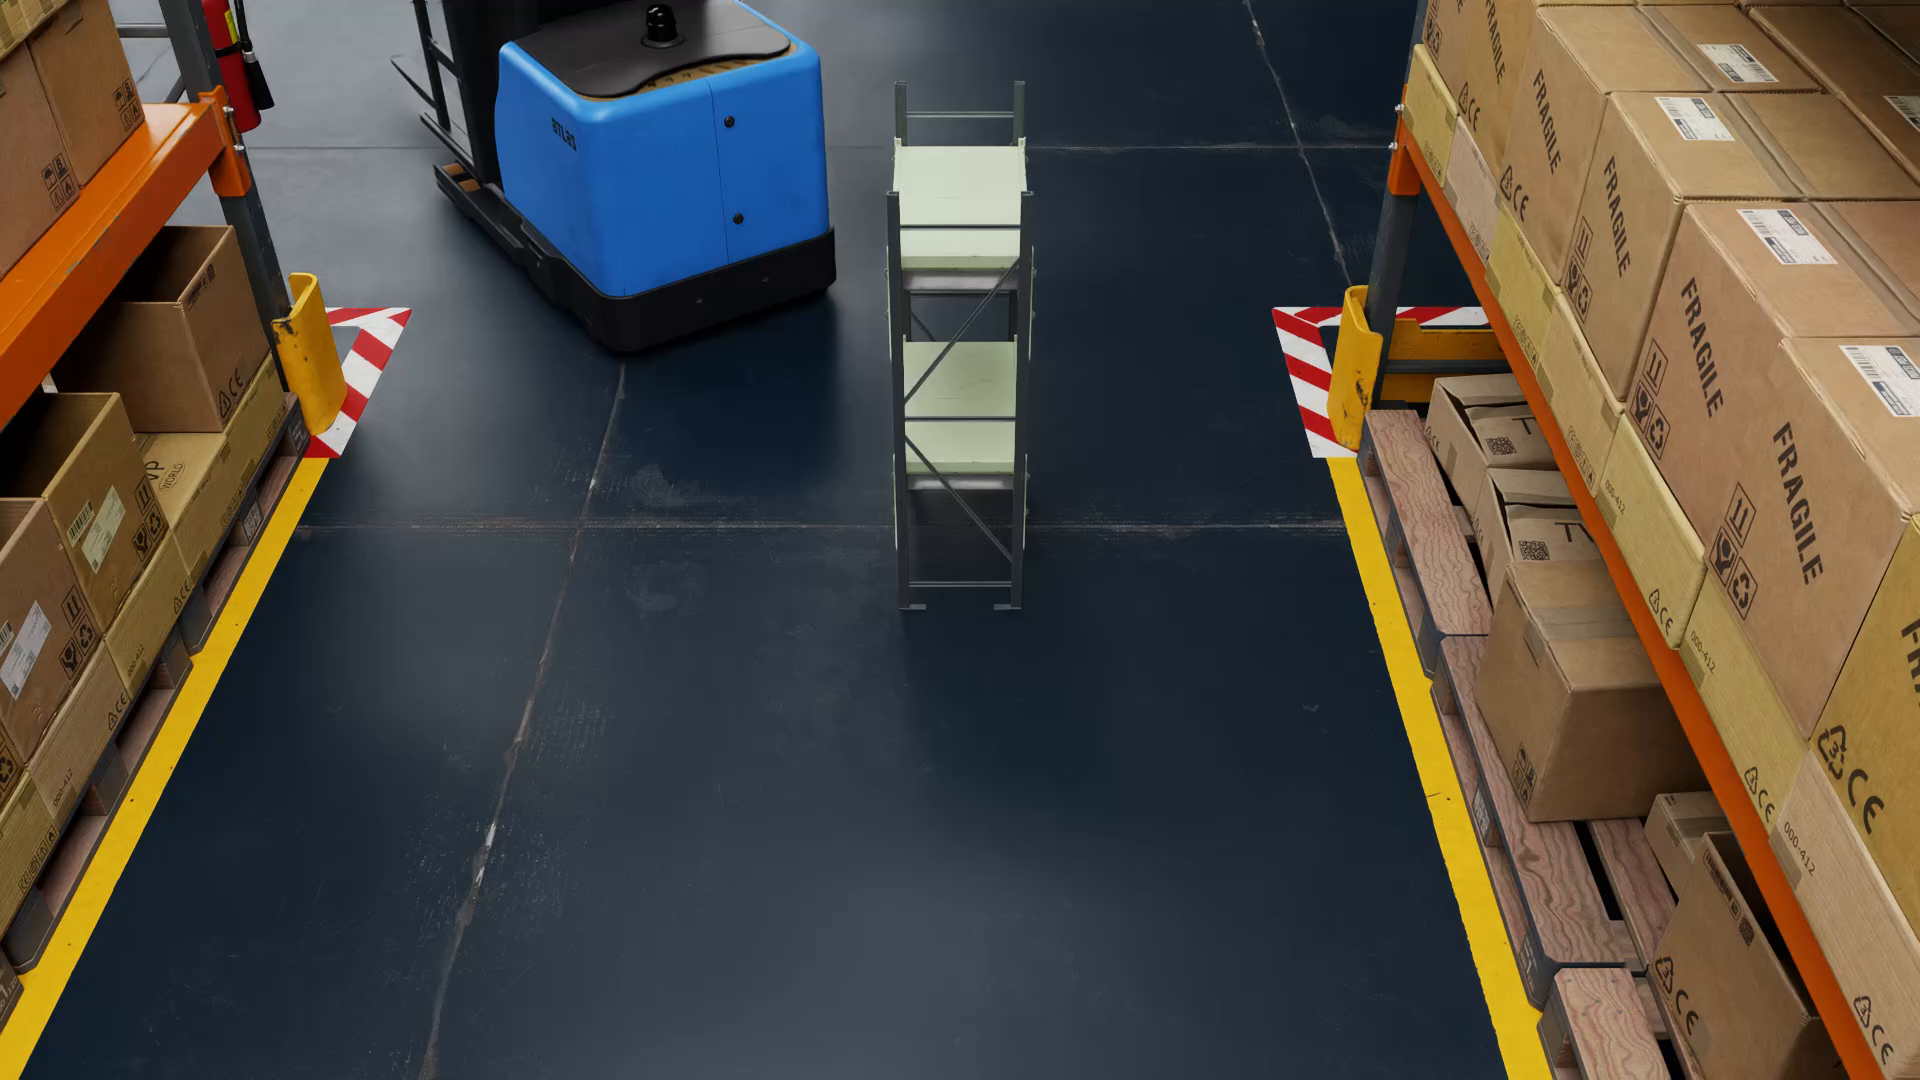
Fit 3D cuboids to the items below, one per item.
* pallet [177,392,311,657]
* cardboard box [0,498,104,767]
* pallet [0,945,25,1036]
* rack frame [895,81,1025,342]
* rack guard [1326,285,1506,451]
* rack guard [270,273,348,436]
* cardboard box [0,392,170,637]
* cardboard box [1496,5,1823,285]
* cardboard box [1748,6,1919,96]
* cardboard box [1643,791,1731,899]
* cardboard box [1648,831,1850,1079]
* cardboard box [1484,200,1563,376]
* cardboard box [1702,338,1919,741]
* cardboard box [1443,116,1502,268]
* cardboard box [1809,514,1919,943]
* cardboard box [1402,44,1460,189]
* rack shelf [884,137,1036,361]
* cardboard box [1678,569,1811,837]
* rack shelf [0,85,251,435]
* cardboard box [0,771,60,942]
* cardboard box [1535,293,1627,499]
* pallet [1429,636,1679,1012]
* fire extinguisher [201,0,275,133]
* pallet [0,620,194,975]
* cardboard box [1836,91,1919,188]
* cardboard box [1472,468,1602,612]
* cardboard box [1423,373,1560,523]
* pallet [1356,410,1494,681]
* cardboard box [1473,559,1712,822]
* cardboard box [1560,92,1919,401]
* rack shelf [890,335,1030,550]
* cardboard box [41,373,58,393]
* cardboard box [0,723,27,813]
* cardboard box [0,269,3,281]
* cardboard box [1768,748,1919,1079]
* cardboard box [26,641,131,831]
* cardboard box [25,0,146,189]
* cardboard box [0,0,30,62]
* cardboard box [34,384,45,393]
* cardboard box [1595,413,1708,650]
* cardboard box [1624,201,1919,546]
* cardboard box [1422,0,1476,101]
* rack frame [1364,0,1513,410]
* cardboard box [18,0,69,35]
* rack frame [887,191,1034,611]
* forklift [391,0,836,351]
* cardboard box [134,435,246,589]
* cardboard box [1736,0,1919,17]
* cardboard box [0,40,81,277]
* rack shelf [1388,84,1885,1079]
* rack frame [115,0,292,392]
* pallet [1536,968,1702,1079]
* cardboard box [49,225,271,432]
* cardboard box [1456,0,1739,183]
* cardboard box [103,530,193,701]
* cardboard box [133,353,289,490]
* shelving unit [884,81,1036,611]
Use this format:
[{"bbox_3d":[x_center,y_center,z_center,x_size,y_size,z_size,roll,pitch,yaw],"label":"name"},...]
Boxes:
[{"bbox_3d":[-2.919,-0.085,5.687,1.003,0.211,1.213,0,39,0],"label":"pallet"},{"bbox_3d":[-2.648,0.238,4.318,0.500,0.500,0.500,0,39,0],"label":"cardboard box"},{"bbox_3d":[-2.916,1.441,3.783,1.003,0.211,1.213,0,39,0],"label":"pallet"},{"bbox_3d":[0.000,-0.818,5.572,0.400,1.500,0.023,0,39,0],"label":"rack frame"},{"bbox_3d":[1.992,-0.635,6.142,1.175,0.500,0.348,0,39,0],"label":"rack guard"},{"bbox_3d":[-2.962,-0.691,6.213,1.175,0.500,0.348,0,39,0],"label":"rack guard"},{"bbox_3d":[-2.648,-0.075,4.708,0.500,0.500,0.500,0,39,0],"label":"cardboard box"},{"bbox_3d":[1.677,-0.968,4.064,0.500,0.500,0.500,-1,39,-2],"label":"cardboard box"},{"bbox_3d":[2.201,-0.967,4.062,0.500,0.500,0.500,-1,39,-1],"label":"cardboard box"},{"bbox_3d":[2.015,0.785,4.300,0.380,0.149,0.250,-3,39,-4],"label":"cardboard box"},{"bbox_3d":[1.955,0.999,3.752,0.500,0.500,0.500,-3,39,-3],"label":"cardboard box"},{"bbox_3d":[1.685,-0.658,4.276,0.500,0.250,0.500,-1,39,-1],"label":"cardboard box"},{"bbox_3d":[1.681,-0.005,2.862,0.500,0.500,0.500,0,39,0],"label":"cardboard box"},{"bbox_3d":[1.690,-0.977,4.674,0.500,0.250,0.500,-1,39,-1],"label":"cardboard box"},{"bbox_3d":[1.687,0.307,2.473,0.500,0.500,0.500,0,39,0],"label":"cardboard box"},{"bbox_3d":[1.675,-1.301,5.079,0.500,0.250,0.500,-1,39,-1],"label":"cardboard box"},{"bbox_3d":[0.000,-0.894,5.042,0.431,0.370,0.720,0,39,0],"label":"rack shelf"},{"bbox_3d":[1.701,0.287,3.097,0.500,0.250,0.500,0,39,0],"label":"cardboard box"},{"bbox_3d":[-2.959,-0.120,4.077,1.077,0.370,4.000,0,39,0],"label":"rack shelf"},{"bbox_3d":[-2.645,0.843,4.162,0.500,0.250,0.500,0,39,0],"label":"cardboard box"},{"bbox_3d":[1.683,-0.342,3.882,0.500,0.250,0.500,0,39,0],"label":"cardboard box"},{"bbox_3d":[1.956,0.747,4.649,1.003,0.211,1.213,0,39,0],"label":"pallet"},{"bbox_3d":[-2.497,-1.696,5.529,0.296,0.674,0.183,0,39,0],"label":"fire extinguisher"},{"bbox_3d":[-2.920,0.676,4.738,1.003,0.211,1.213,0,39,0],"label":"pallet"},{"bbox_3d":[2.201,-0.652,3.669,0.500,0.500,0.500,0,39,1],"label":"cardboard box"},{"bbox_3d":[1.903,0.009,5.138,0.500,0.311,0.500,3,39,4],"label":"cardboard box"},{"bbox_3d":[1.903,-0.347,5.583,0.500,0.311,0.500,-4,39,-5],"label":"cardboard box"},{"bbox_3d":[1.958,-0.014,5.598,1.003,0.211,1.213,0,39,0],"label":"pallet"},{"bbox_3d":[1.854,0.394,4.506,0.700,0.500,0.500,-2,39,-3],"label":"cardboard box"},{"bbox_3d":[1.689,-0.646,3.661,0.500,0.500,0.500,1,39,1],"label":"cardboard box"},{"bbox_3d":[0.000,-0.335,5.490,0.431,0.370,0.720,0,39,0],"label":"rack shelf"},{"bbox_3d":[-3.184,-0.407,5.722,0.500,0.250,0.500,0,39,0],"label":"cardboard box"},{"bbox_3d":[-2.646,0.551,3.927,0.500,0.500,0.500,0,39,0],"label":"cardboard box"},{"bbox_3d":[-2.974,-0.760,4.219,0.700,0.500,0.500,0,39,0],"label":"cardboard box"},{"bbox_3d":[1.693,0.599,2.708,0.500,0.250,0.500,0,39,0],"label":"cardboard box"},{"bbox_3d":[-2.652,0.531,4.552,0.500,0.250,0.500,0,39,0],"label":"cardboard box"},{"bbox_3d":[-2.974,-1.399,5.017,0.700,0.500,0.500,0,39,0],"label":"cardboard box"},{"bbox_3d":[-2.769,-1.381,4.476,0.380,0.149,0.250,-1,39,-1],"label":"cardboard box"},{"bbox_3d":[-3.181,-0.387,5.097,0.500,0.500,0.500,0,39,0],"label":"cardboard box"},{"bbox_3d":[1.685,-0.027,3.489,0.500,0.250,0.500,0,39,0],"label":"cardboard box"},{"bbox_3d":[1.691,-0.320,3.255,0.500,0.500,0.500,-1,39,-1],"label":"cardboard box"},{"bbox_3d":[1.692,-1.601,4.853,0.500,0.500,0.500,0,39,0],"label":"cardboard box"},{"bbox_3d":[1.992,-1.657,5.420,1.000,3.000,0.127,0,39,0],"label":"rack frame"},{"bbox_3d":[-2.769,-1.541,4.676,0.380,0.149,0.250,1,39,1],"label":"cardboard box"},{"bbox_3d":[0.000,-0.361,5.001,0.400,1.500,0.023,0,39,0],"label":"rack frame"},{"bbox_3d":[-1.768,-2.772,6.865,1.130,2.935,3.031,-23,44,-26],"label":"forklift"},{"bbox_3d":[-2.653,-0.095,5.332,0.500,0.250,0.500,0,39,0],"label":"cardboard box"},{"bbox_3d":[2.196,-1.290,4.465,0.500,0.500,0.500,0,39,1],"label":"cardboard box"},{"bbox_3d":[-2.969,-1.070,4.607,0.700,0.500,0.500,1,39,1],"label":"cardboard box"},{"bbox_3d":[1.994,-0.126,4.084,1.077,0.370,4.000,0,39,0],"label":"rack shelf"},{"bbox_3d":[-2.962,-1.652,5.412,1.000,3.000,0.127,0,39,0],"label":"rack frame"},{"bbox_3d":[1.960,1.512,3.694,1.003,0.211,1.213,0,39,0],"label":"pallet"},{"bbox_3d":[-2.663,-0.700,5.488,0.500,0.500,0.500,0,39,0],"label":"cardboard box"},{"bbox_3d":[1.683,-1.292,4.467,0.500,0.500,0.500,0,39,0],"label":"cardboard box"},{"bbox_3d":[-2.651,0.218,4.942,0.500,0.250,0.500,0,39,0],"label":"cardboard box"},{"bbox_3d":[-2.666,-0.407,5.723,0.500,0.250,0.500,0,39,0],"label":"cardboard box"},{"bbox_3d":[0.000,-0.589,5.286,0.431,1.500,0.755,0,39,0],"label":"shelving unit"}]
